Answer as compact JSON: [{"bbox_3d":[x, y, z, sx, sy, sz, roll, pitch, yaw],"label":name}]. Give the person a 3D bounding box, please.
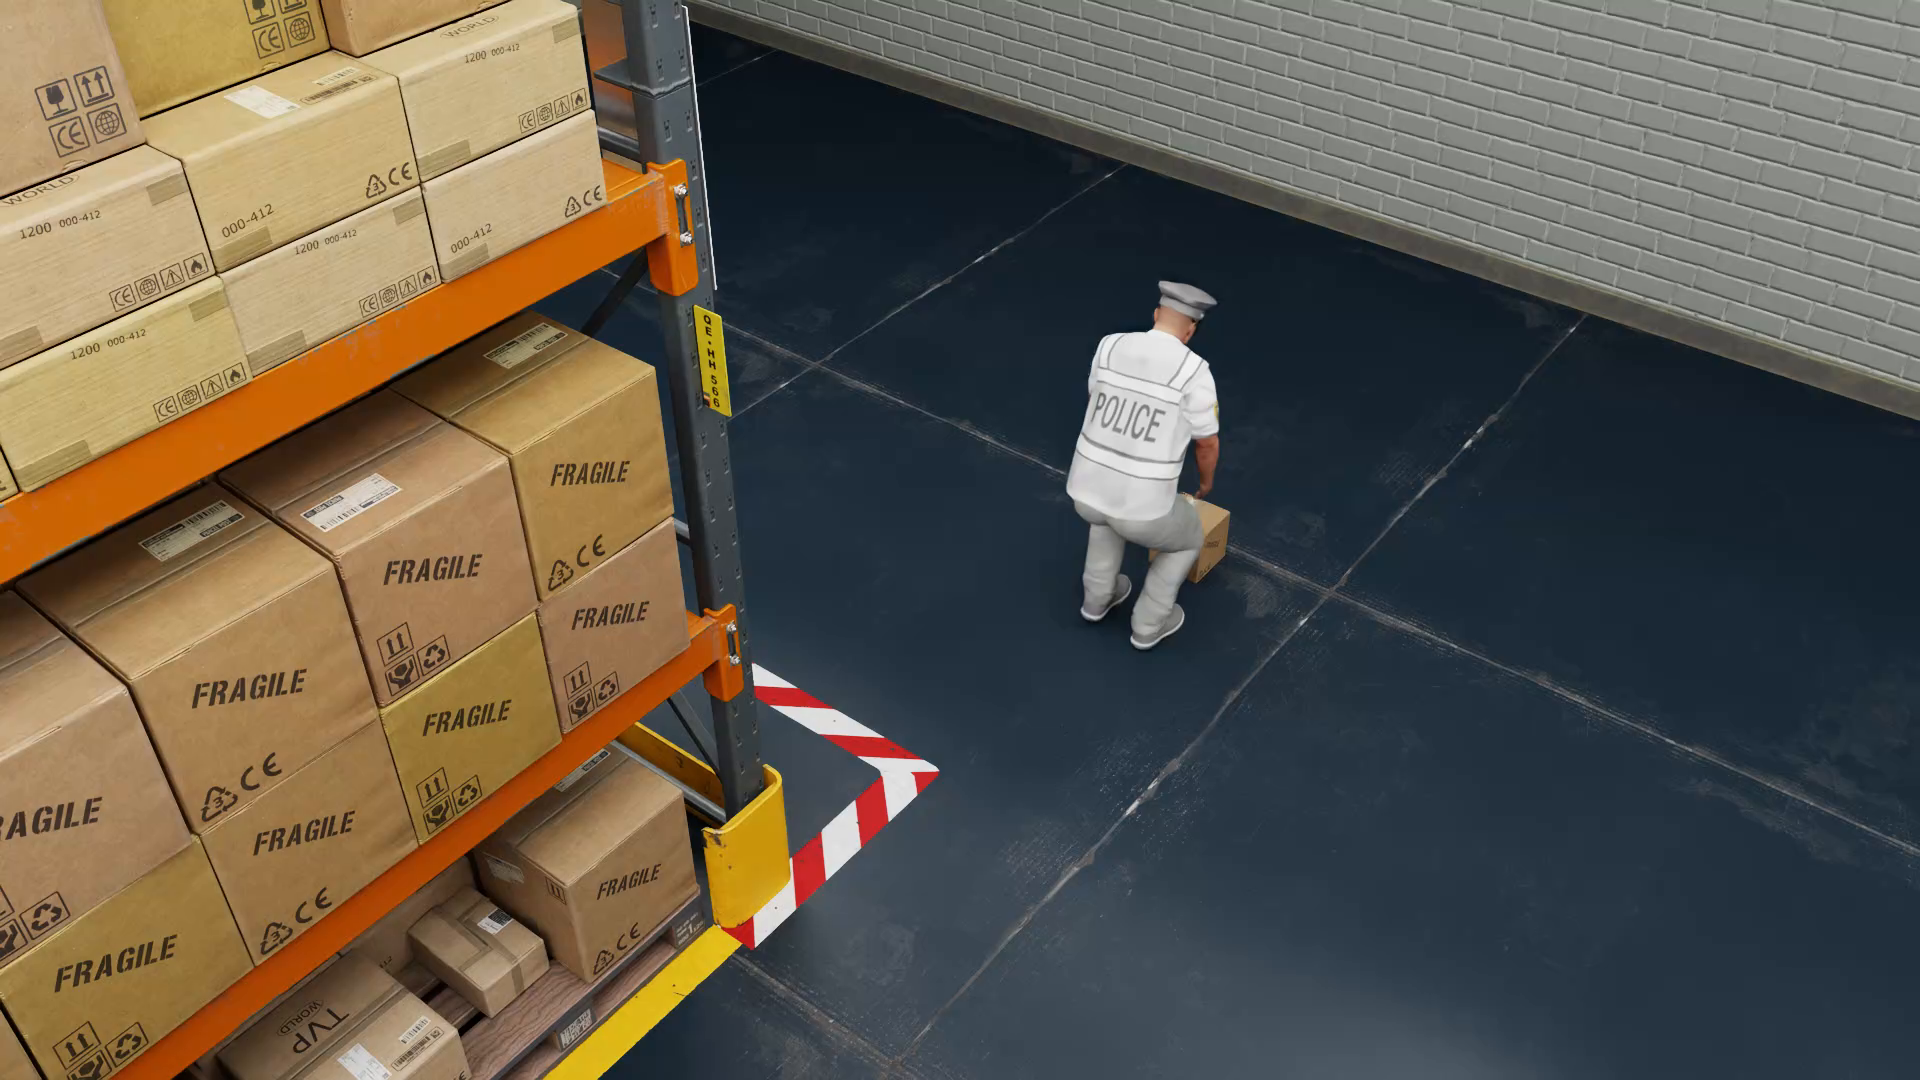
[{"bbox_3d":[0.726,-0.286,6.719,0.588,1.496,0.751,26,45,29],"label":"person"}]
